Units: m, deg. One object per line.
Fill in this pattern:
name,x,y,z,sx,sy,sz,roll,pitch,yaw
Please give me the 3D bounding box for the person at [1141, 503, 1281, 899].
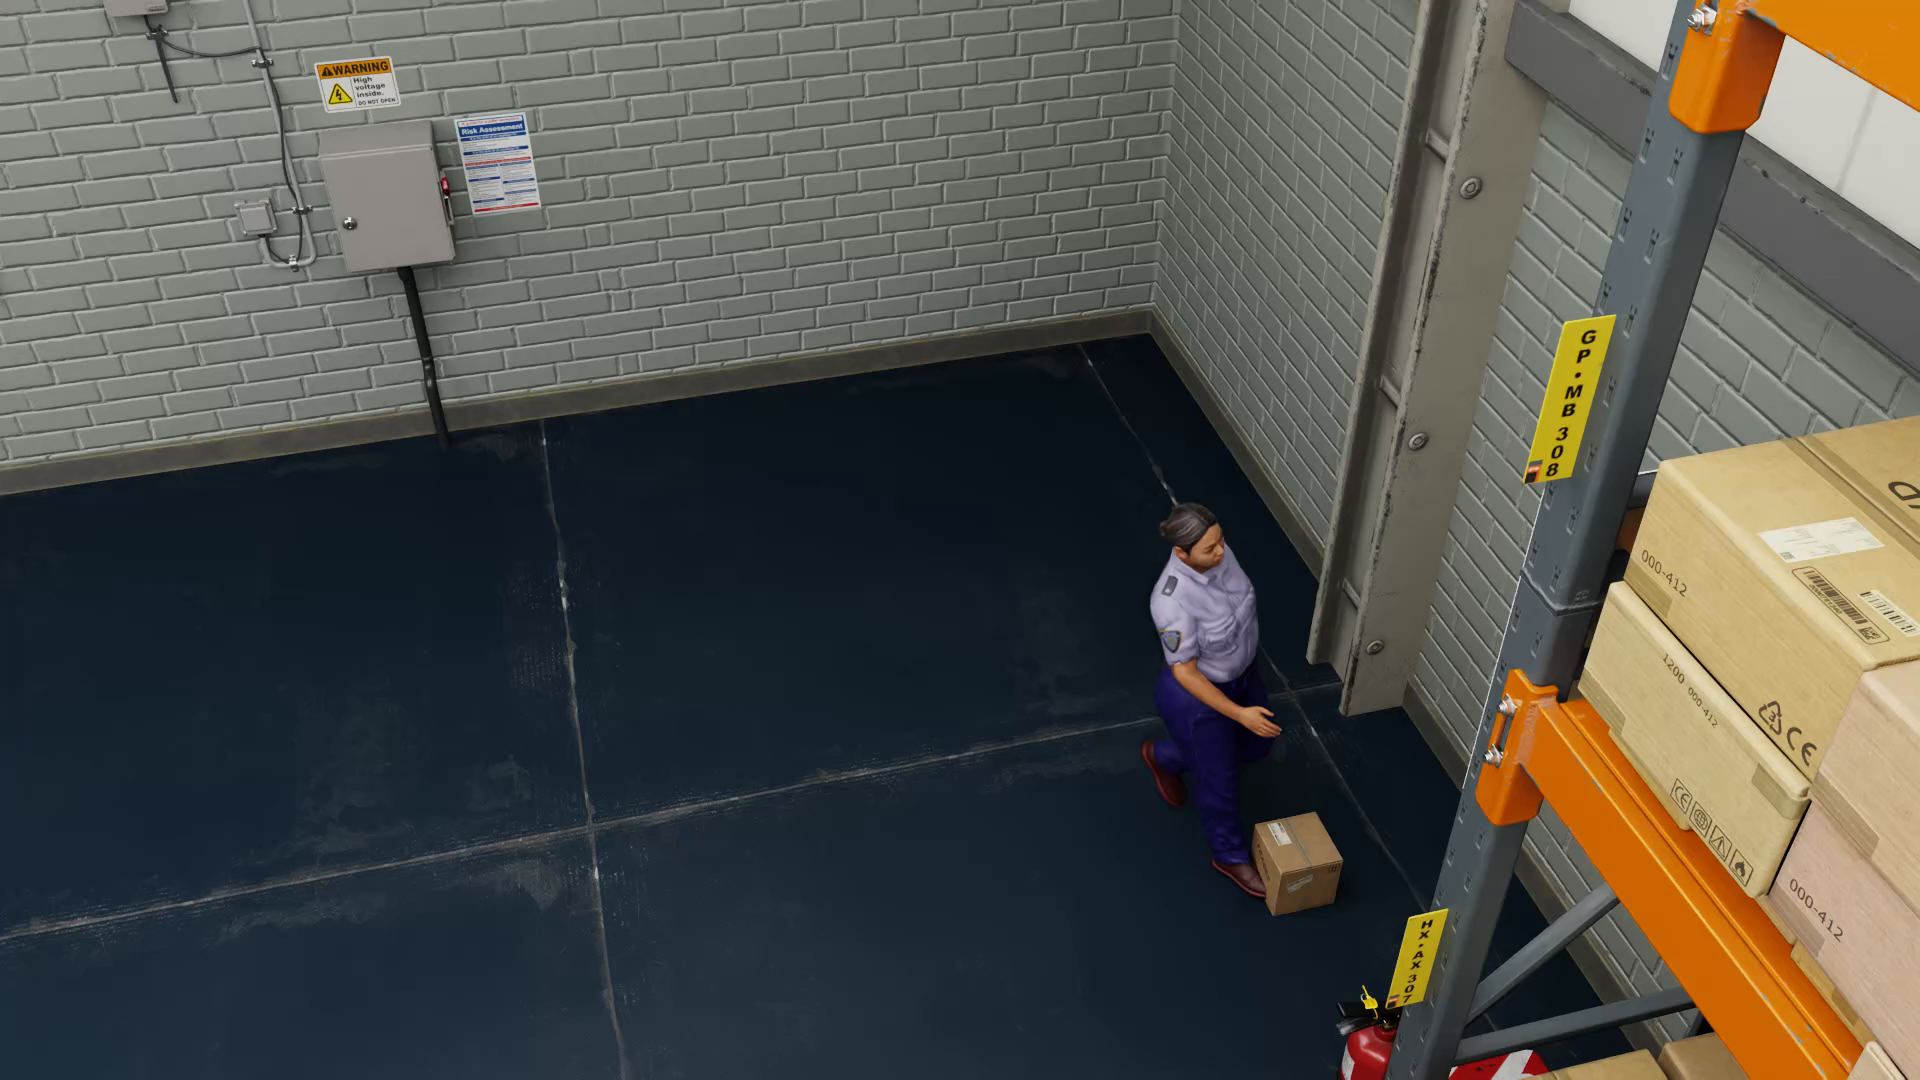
person,0.969,0.559,6.033,0.717,1.605,0.546,22,44,26
